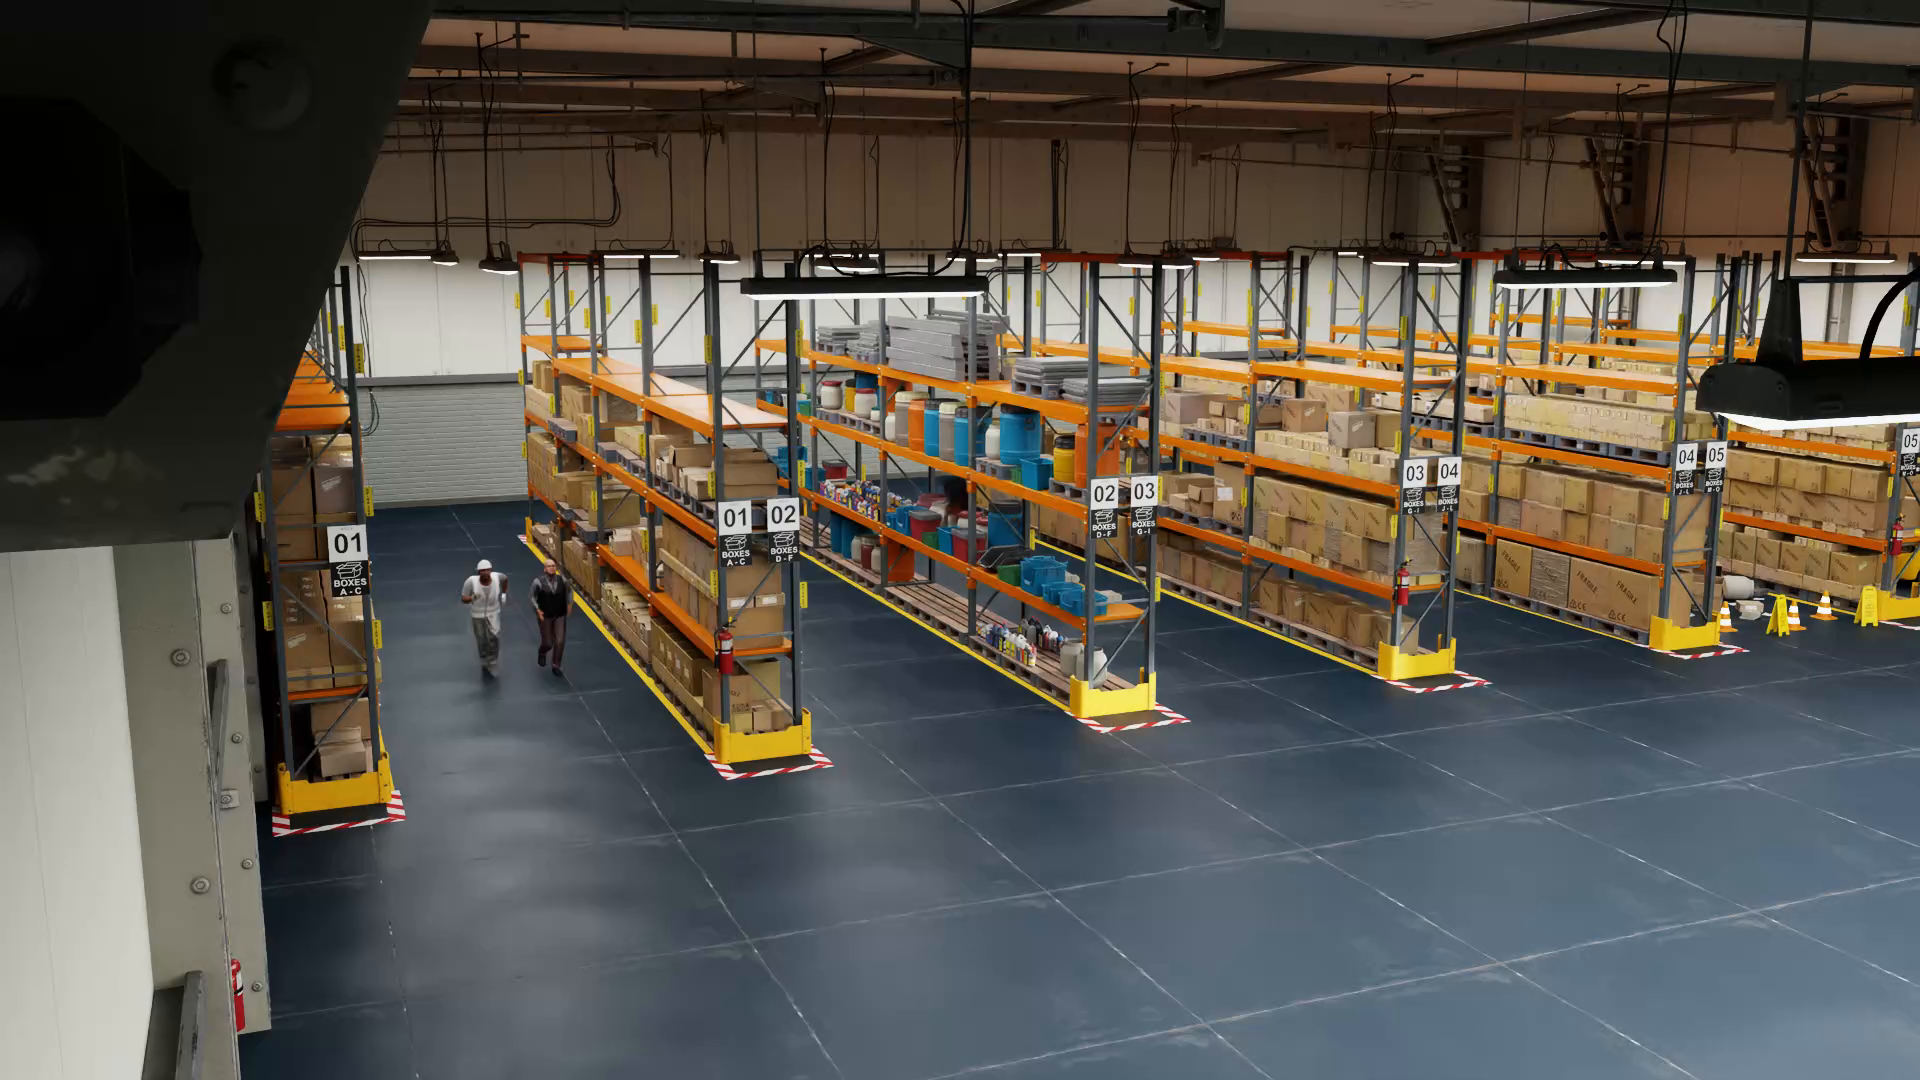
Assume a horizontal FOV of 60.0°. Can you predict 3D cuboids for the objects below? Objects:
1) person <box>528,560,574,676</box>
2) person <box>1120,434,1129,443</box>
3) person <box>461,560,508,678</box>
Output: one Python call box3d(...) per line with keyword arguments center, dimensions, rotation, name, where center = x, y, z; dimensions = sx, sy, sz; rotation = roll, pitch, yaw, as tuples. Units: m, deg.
box3d(center=(-5.961, 1.113, 24.313), dimensions=(0.682, 1.699, 0.605), rotation=(-6, 12, -28), name="person")
box3d(center=(3.981, -1.904, 40.748), dimensions=(0.734, 1.703, 0.545), rotation=(7, 12, 33), name="person")
box3d(center=(-6.881, 1.109, 24.129), dimensions=(0.669, 1.748, 0.940), rotation=(-3, 11, -17), name="person")
